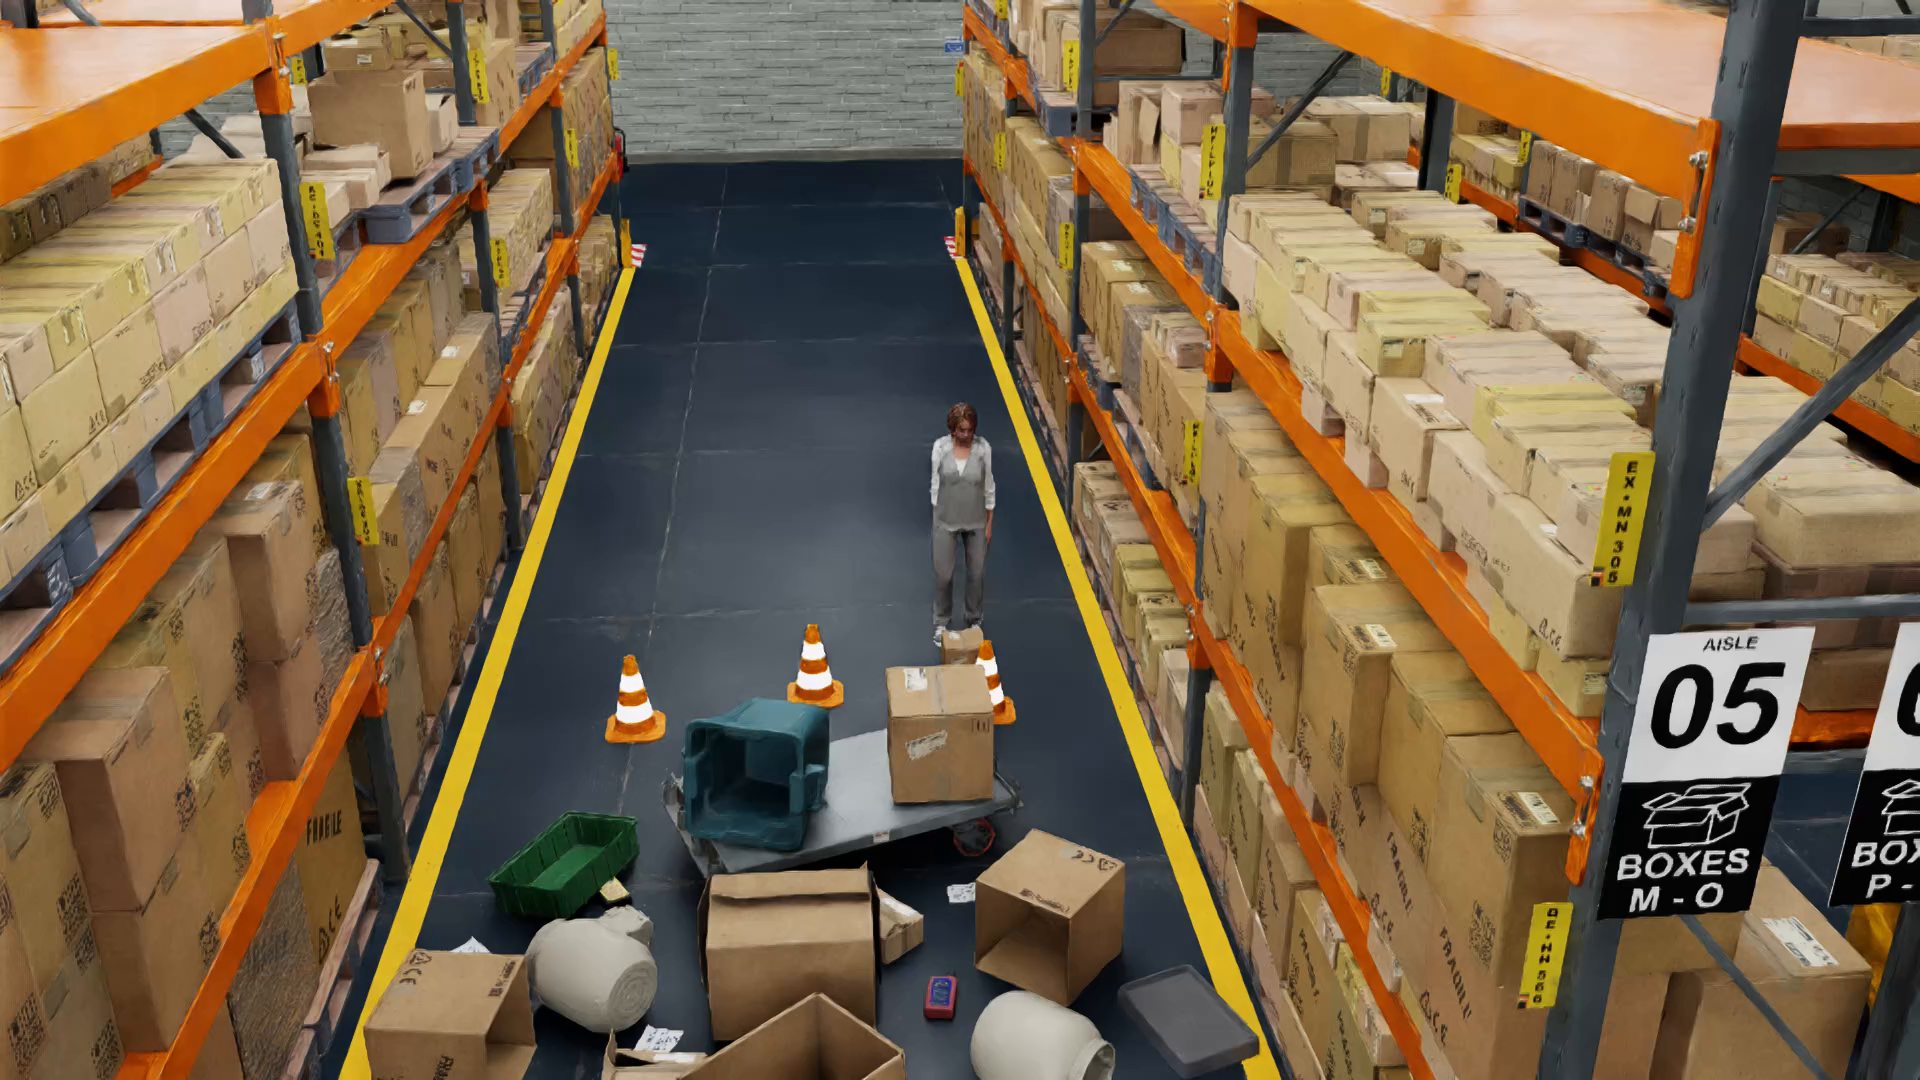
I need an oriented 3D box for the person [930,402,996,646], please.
[{"bbox_3d":[0.020,-0.095,10.342,0.407,1.589,0.299,-2,24,-4],"label":"person"}]
